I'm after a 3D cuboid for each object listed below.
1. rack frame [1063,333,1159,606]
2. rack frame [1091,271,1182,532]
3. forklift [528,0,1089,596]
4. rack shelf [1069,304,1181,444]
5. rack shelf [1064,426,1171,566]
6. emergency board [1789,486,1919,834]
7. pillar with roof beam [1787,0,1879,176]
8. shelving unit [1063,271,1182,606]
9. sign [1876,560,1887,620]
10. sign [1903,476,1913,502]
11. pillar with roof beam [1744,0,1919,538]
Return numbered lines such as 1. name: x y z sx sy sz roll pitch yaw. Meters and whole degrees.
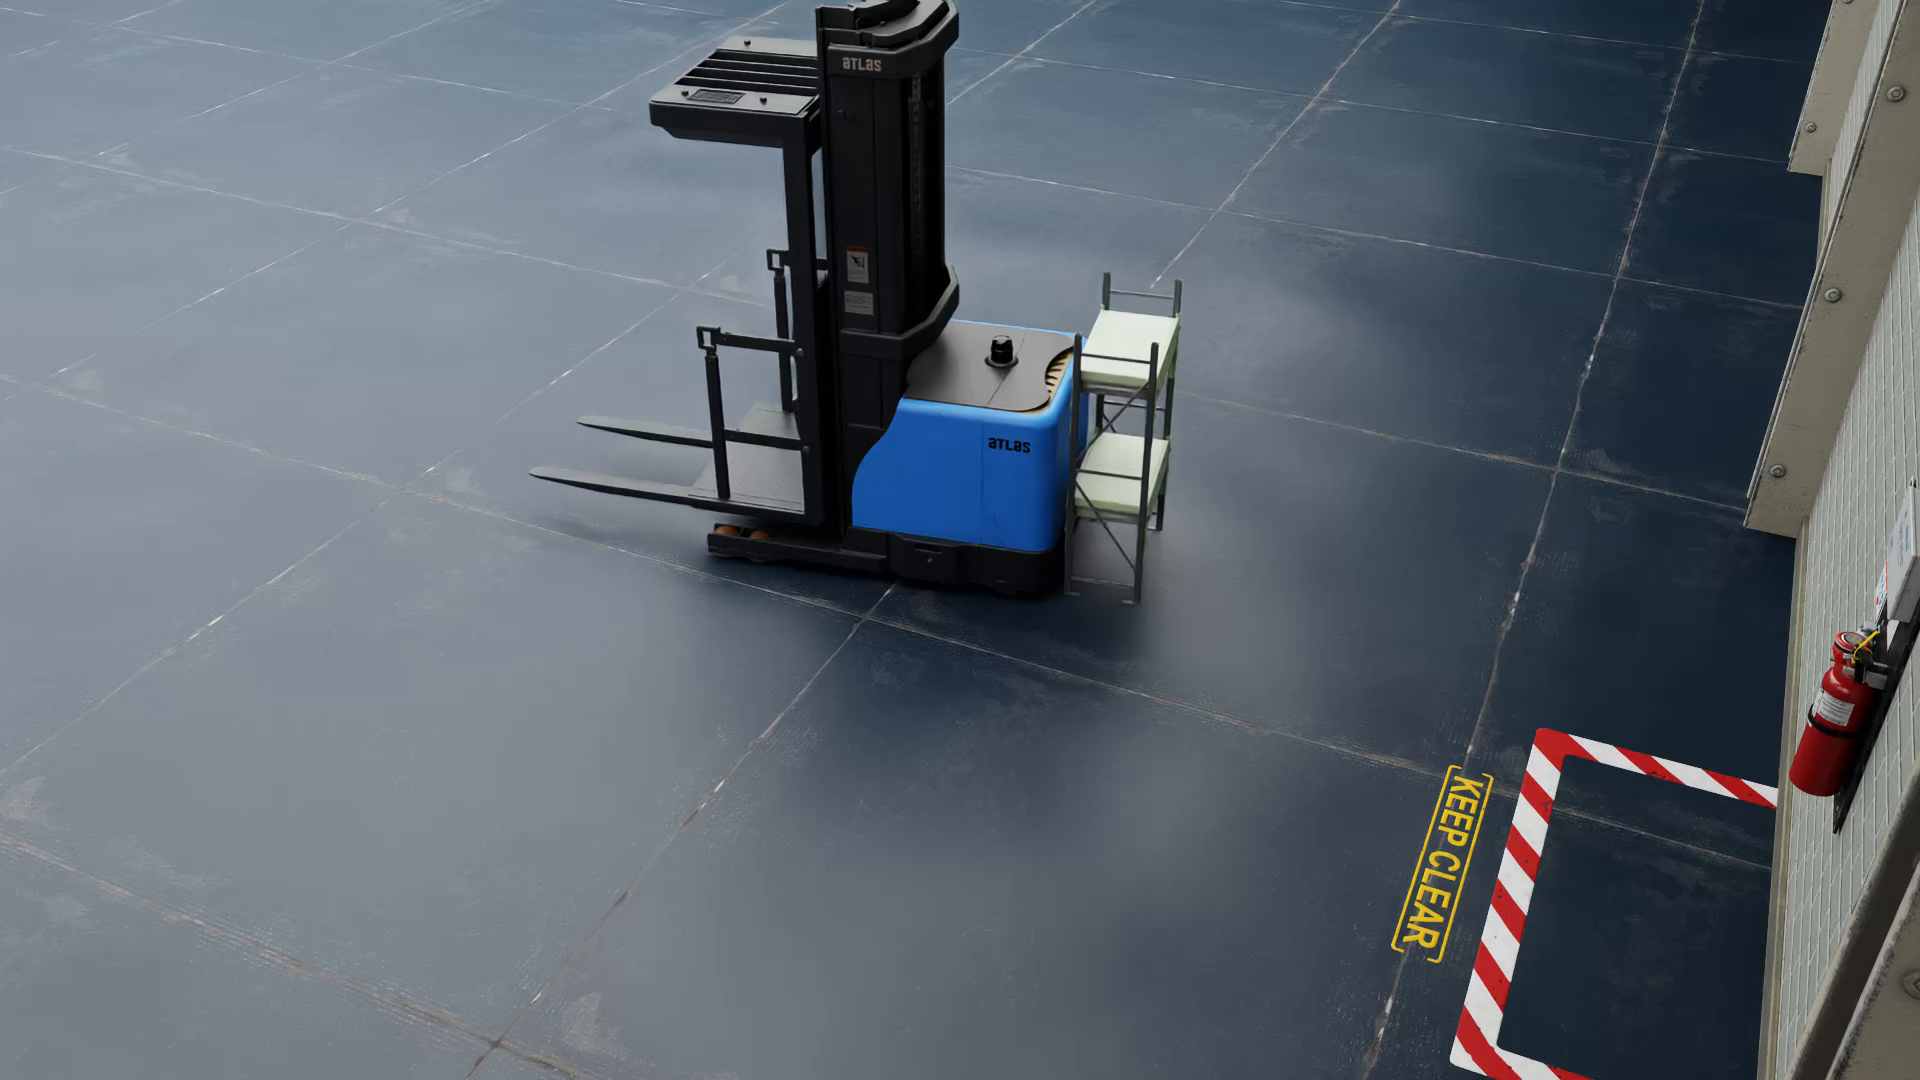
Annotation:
1. rack frame: 0.736 -0.320 8.239 0.400 1.500 0.023 8 34 12
2. rack frame: 0.925 -0.708 8.830 0.400 1.500 0.023 8 34 12
3. forklift: -0.865 -1.374 8.541 3.031 2.935 1.130 8 34 12
4. rack shelf: 0.831 -0.840 8.320 0.431 0.370 0.720 8 34 12
5. rack shelf: 0.830 -0.241 8.713 0.431 0.370 0.720 8 34 12
6. emergency board: 3.130 0.376 5.809 0.194 1.169 0.643 14 36 20
7. pillar with roof beam: 3.172 -7.875 12.921 9.100 9.000 0.400 14 36 20
8. shelving unit: 0.831 -0.514 8.534 0.431 1.500 0.755 8 34 12
9. sign: 3.455 0.110 6.183 0.001 0.329 0.234 14 36 20
10. sign: 3.445 -0.112 6.037 0.001 0.109 0.331 14 36 20
11. pillar with roof beam: 0.661 -4.886 8.364 9.100 9.000 0.400 14 36 20
